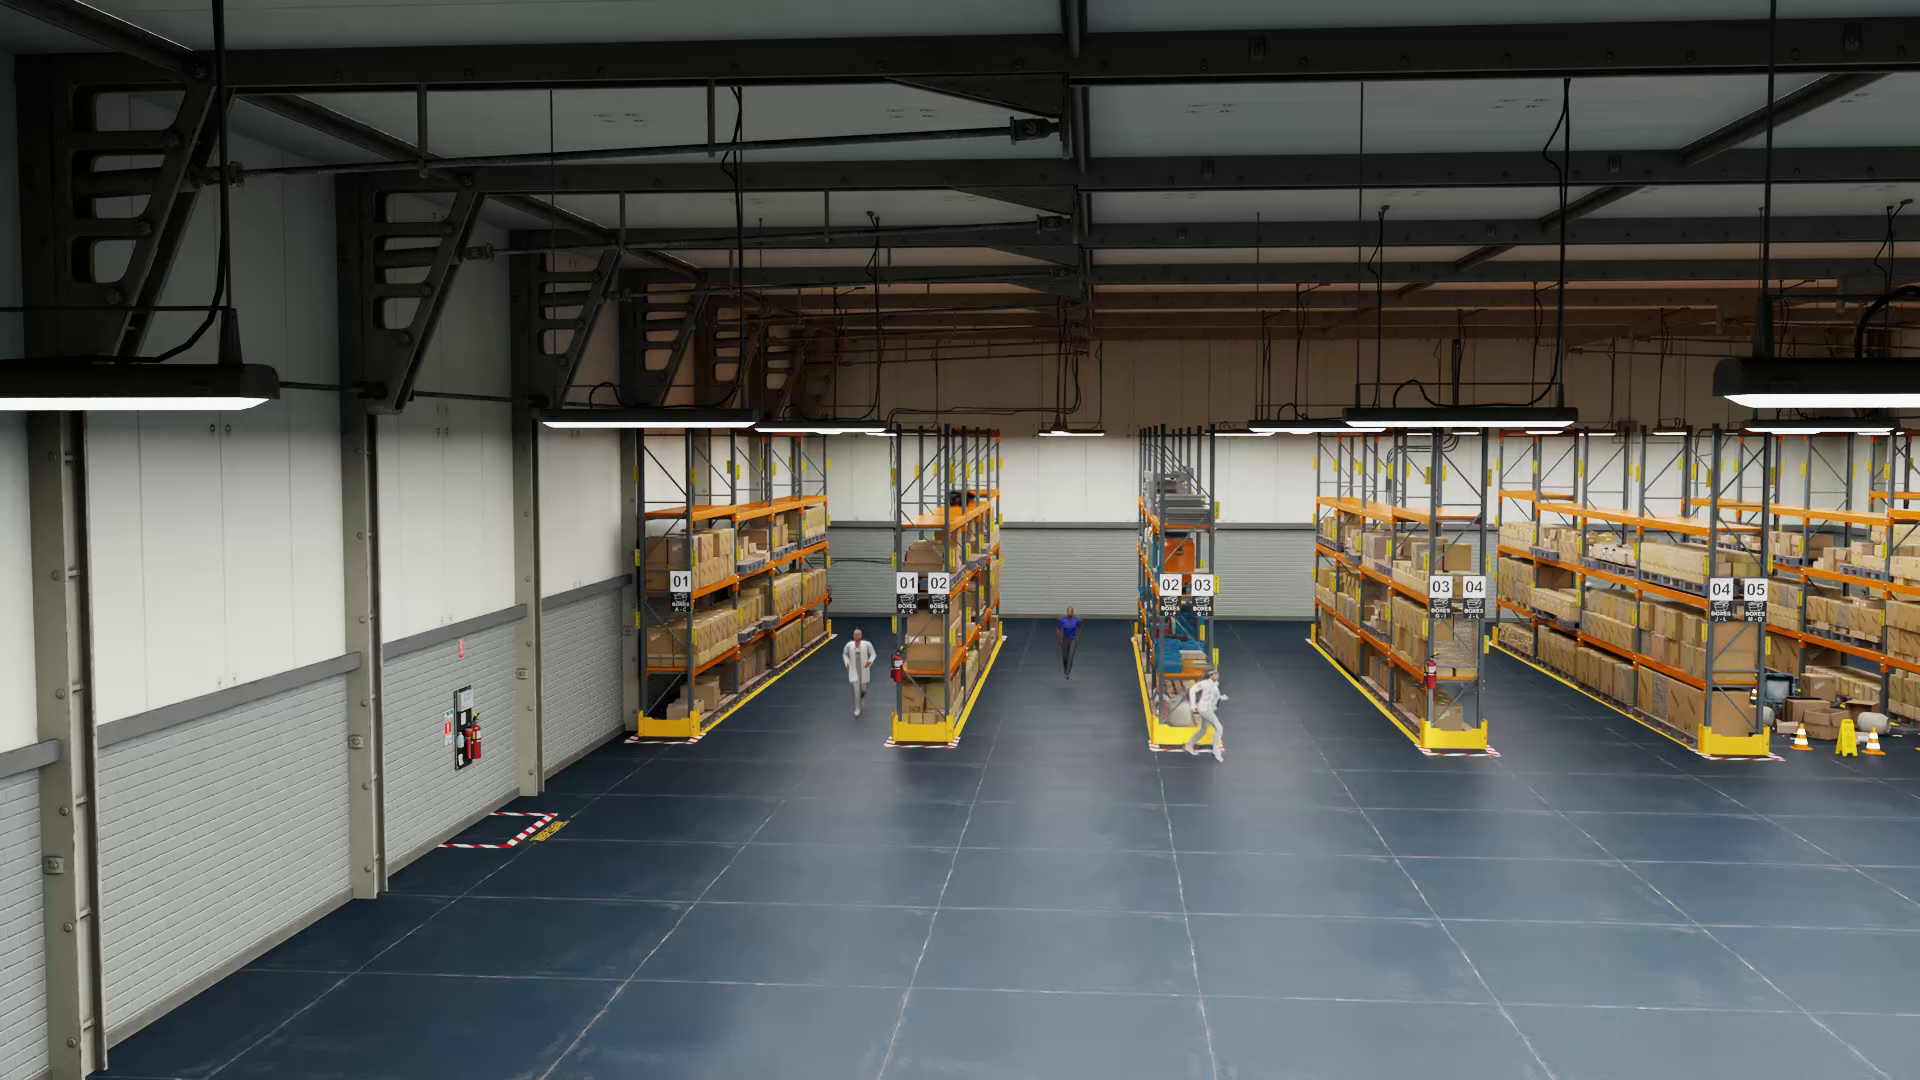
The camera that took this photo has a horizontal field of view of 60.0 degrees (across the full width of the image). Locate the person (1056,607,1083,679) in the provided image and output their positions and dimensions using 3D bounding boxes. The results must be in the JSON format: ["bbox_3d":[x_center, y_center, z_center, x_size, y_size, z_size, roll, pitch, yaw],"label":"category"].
[{"bbox_3d":[2.499,2.331,37.904,0.598,1.628,0.619,0,3,0],"label":"person"}]

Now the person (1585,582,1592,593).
[{"bbox_3d":[18.058,2.026,47.241,0.853,1.694,0.698,0,3,-7],"label":"person"}]

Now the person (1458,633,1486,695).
[{"bbox_3d":[11.569,2.560,37.554,0.674,1.837,0.929,0,3,3],"label":"person"}]

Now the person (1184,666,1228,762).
[{"bbox_3d":[4.386,3.083,29.648,0.813,1.725,0.636,2,4,34],"label":"person"}]

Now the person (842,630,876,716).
[{"bbox_3d":[-2.107,2.744,34.717,0.708,1.764,0.786,0,3,-1],"label":"person"}]
